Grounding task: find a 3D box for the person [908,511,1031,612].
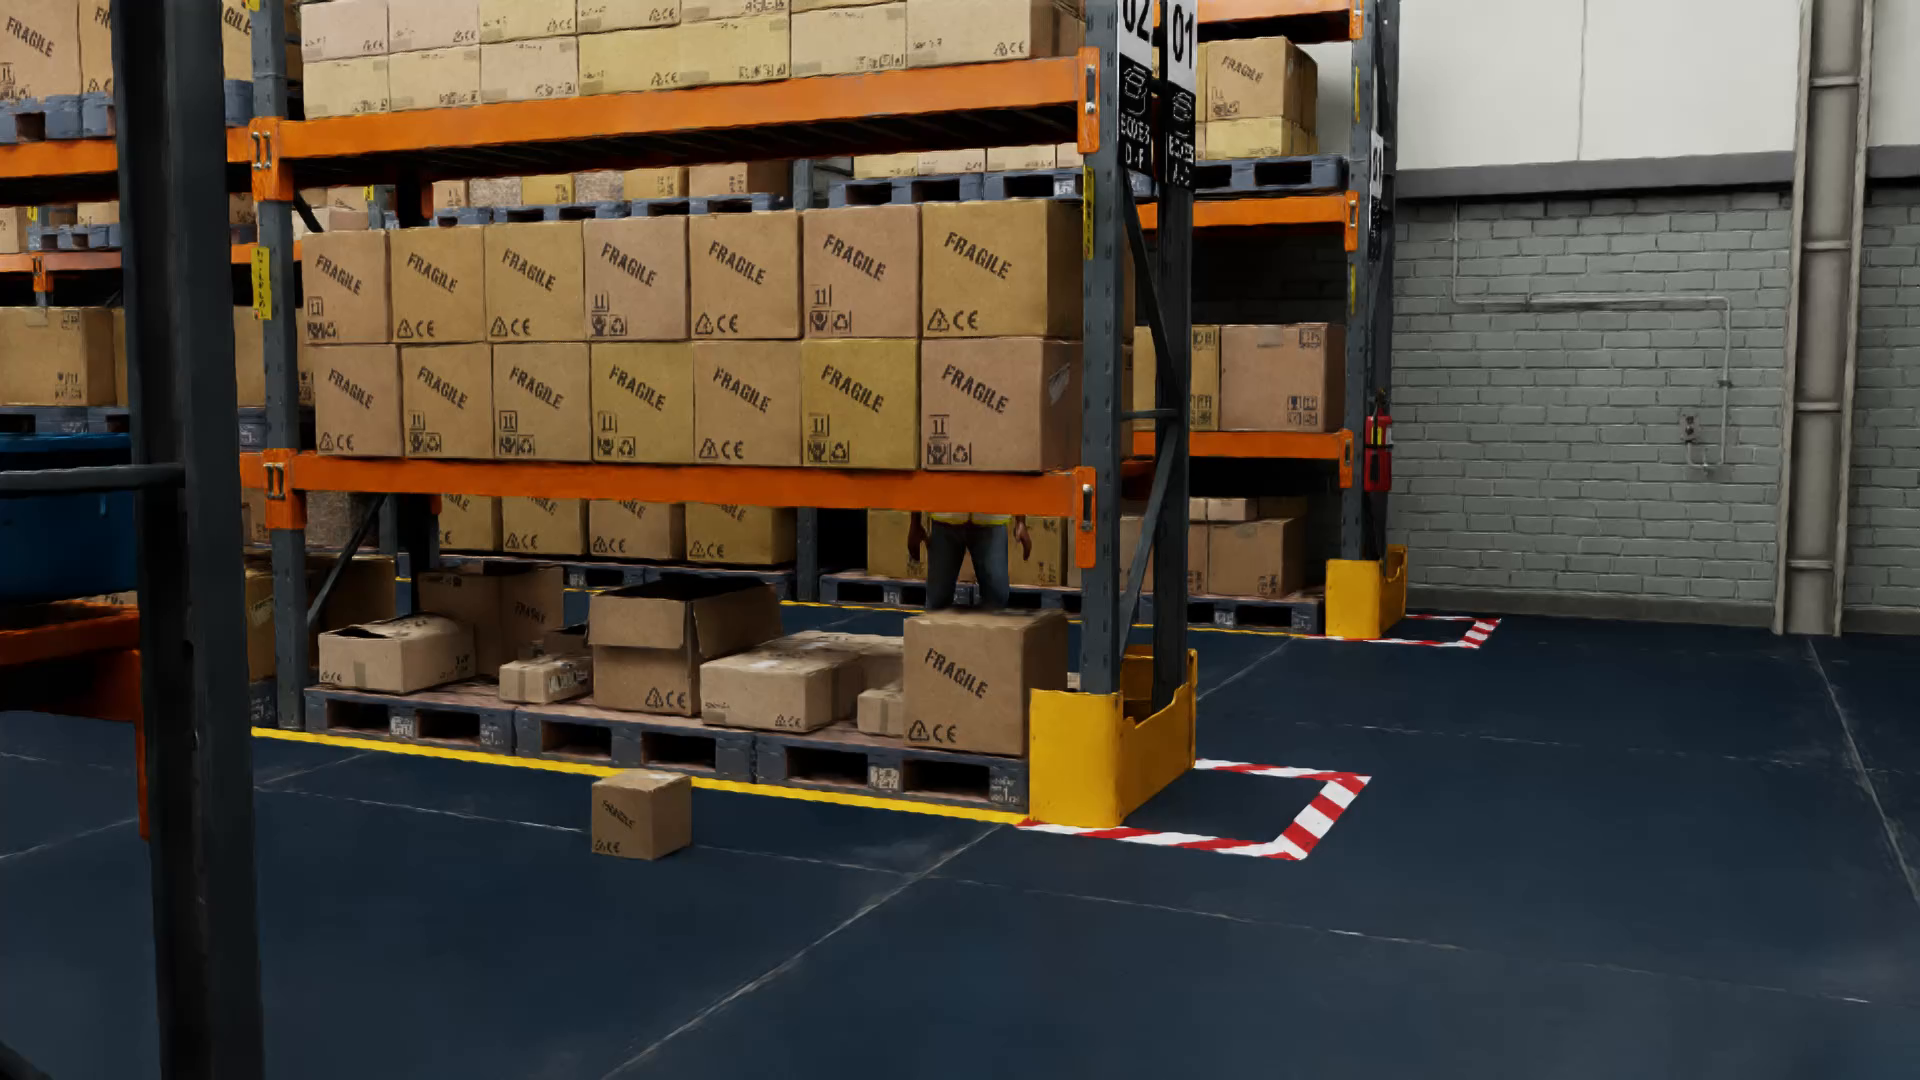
[{"bbox_3d":[0.043,-0.077,8.636,0.635,1.758,0.494,0,6,-3],"label":"person"}]
